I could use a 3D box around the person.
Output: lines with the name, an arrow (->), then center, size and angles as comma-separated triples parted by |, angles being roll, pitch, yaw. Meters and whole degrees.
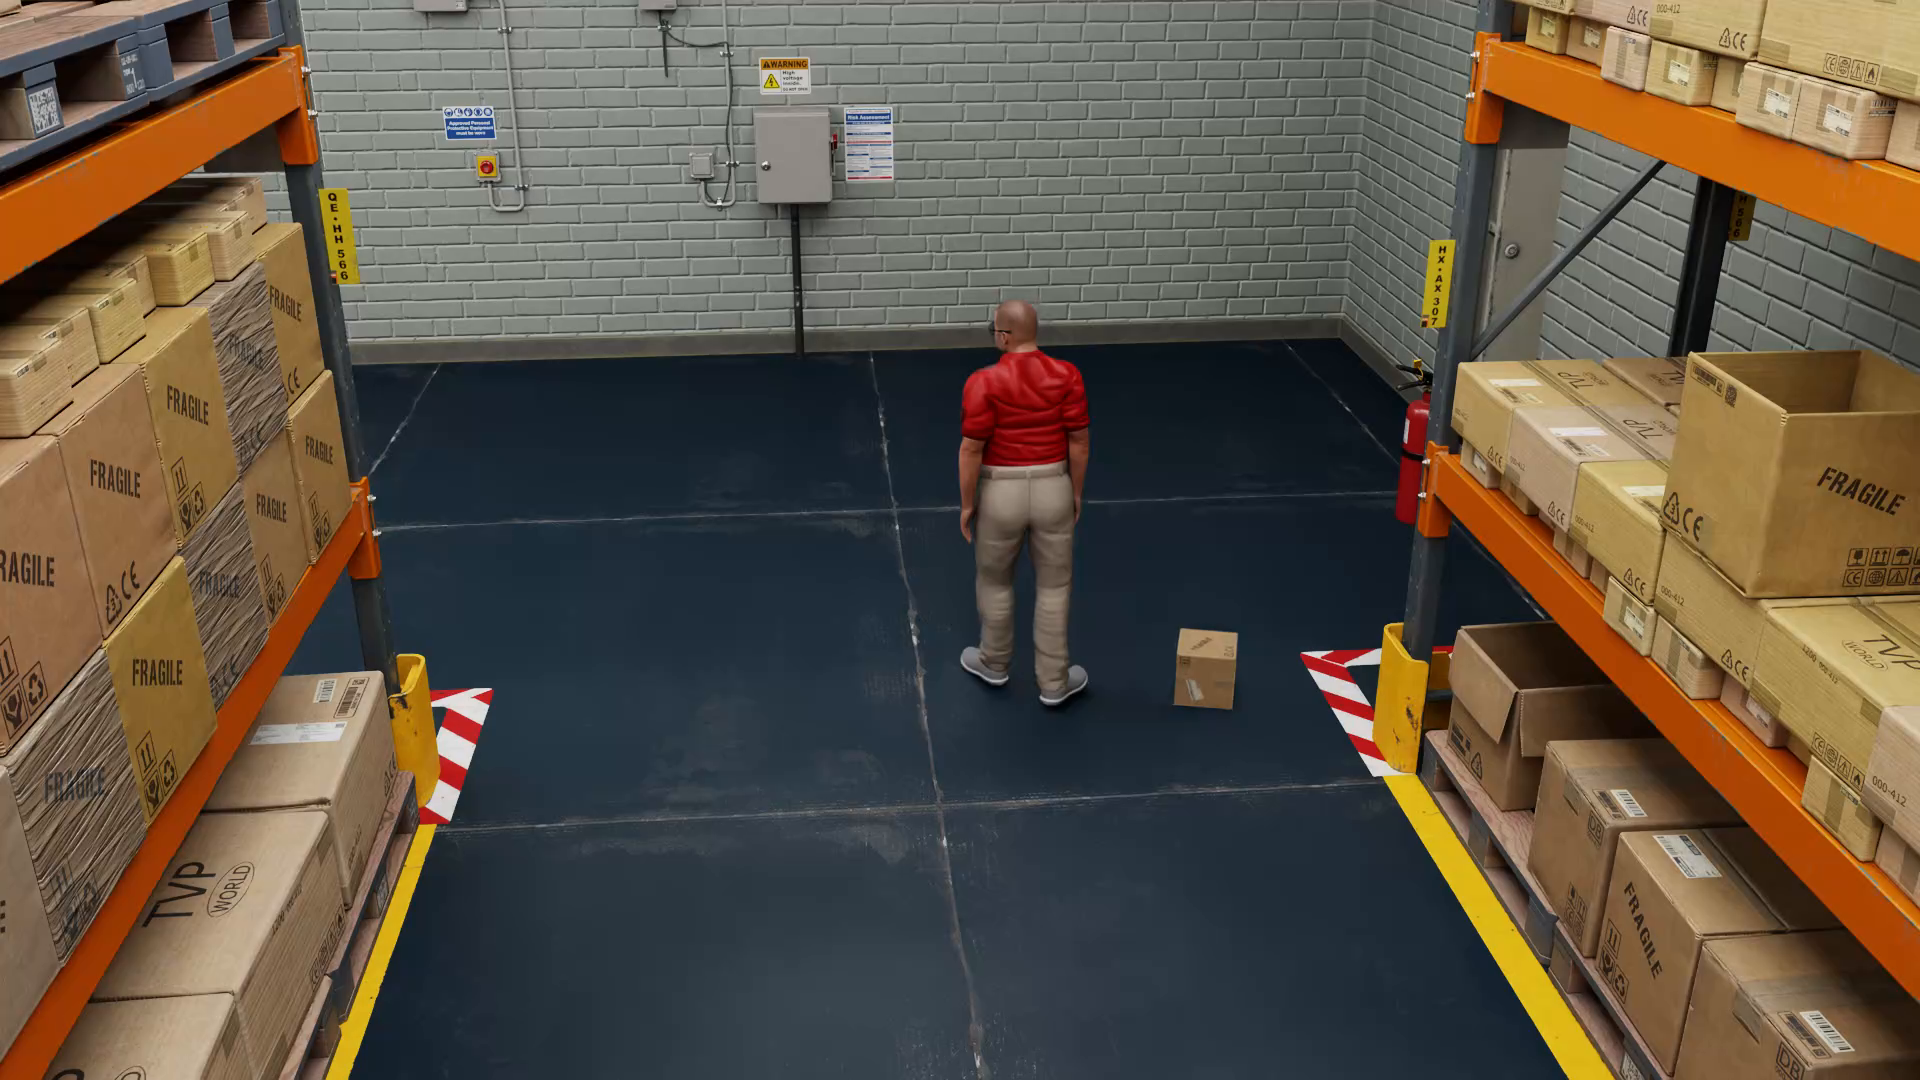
person -> 0.268, -0.161, 6.980 | 0.568, 1.728, 0.565 | -3, 24, -7
